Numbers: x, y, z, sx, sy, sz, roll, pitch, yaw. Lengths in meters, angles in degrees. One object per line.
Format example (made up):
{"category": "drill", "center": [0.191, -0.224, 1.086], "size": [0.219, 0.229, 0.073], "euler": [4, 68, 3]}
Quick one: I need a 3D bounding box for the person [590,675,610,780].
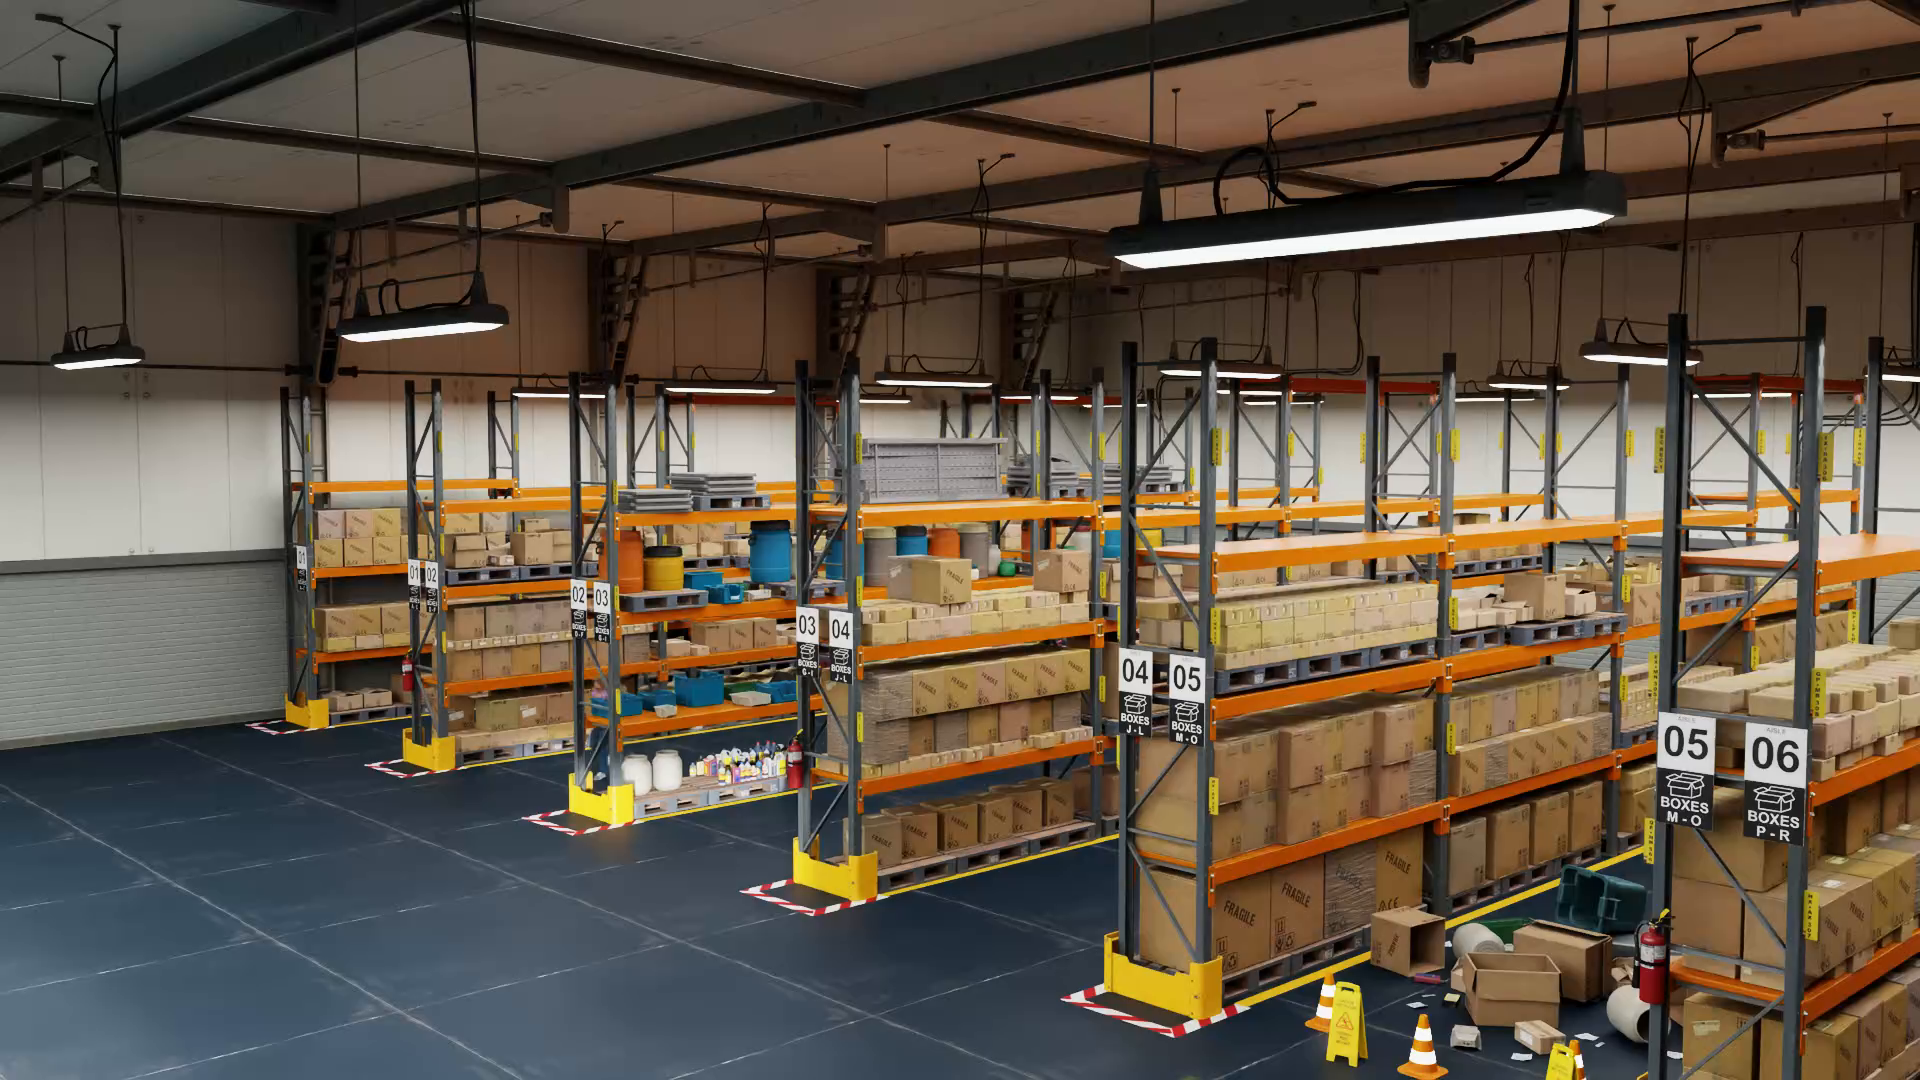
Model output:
{"category": "person", "center": [-5.335, 2.801, 24.965], "size": [0.533, 1.573, 0.588], "euler": [2, 4, 29]}

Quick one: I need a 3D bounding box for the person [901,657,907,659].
{"category": "person", "center": [-0.709, 2.390, 29.583], "size": [0.733, 1.814, 0.606], "euler": [-4, 5, -44]}
